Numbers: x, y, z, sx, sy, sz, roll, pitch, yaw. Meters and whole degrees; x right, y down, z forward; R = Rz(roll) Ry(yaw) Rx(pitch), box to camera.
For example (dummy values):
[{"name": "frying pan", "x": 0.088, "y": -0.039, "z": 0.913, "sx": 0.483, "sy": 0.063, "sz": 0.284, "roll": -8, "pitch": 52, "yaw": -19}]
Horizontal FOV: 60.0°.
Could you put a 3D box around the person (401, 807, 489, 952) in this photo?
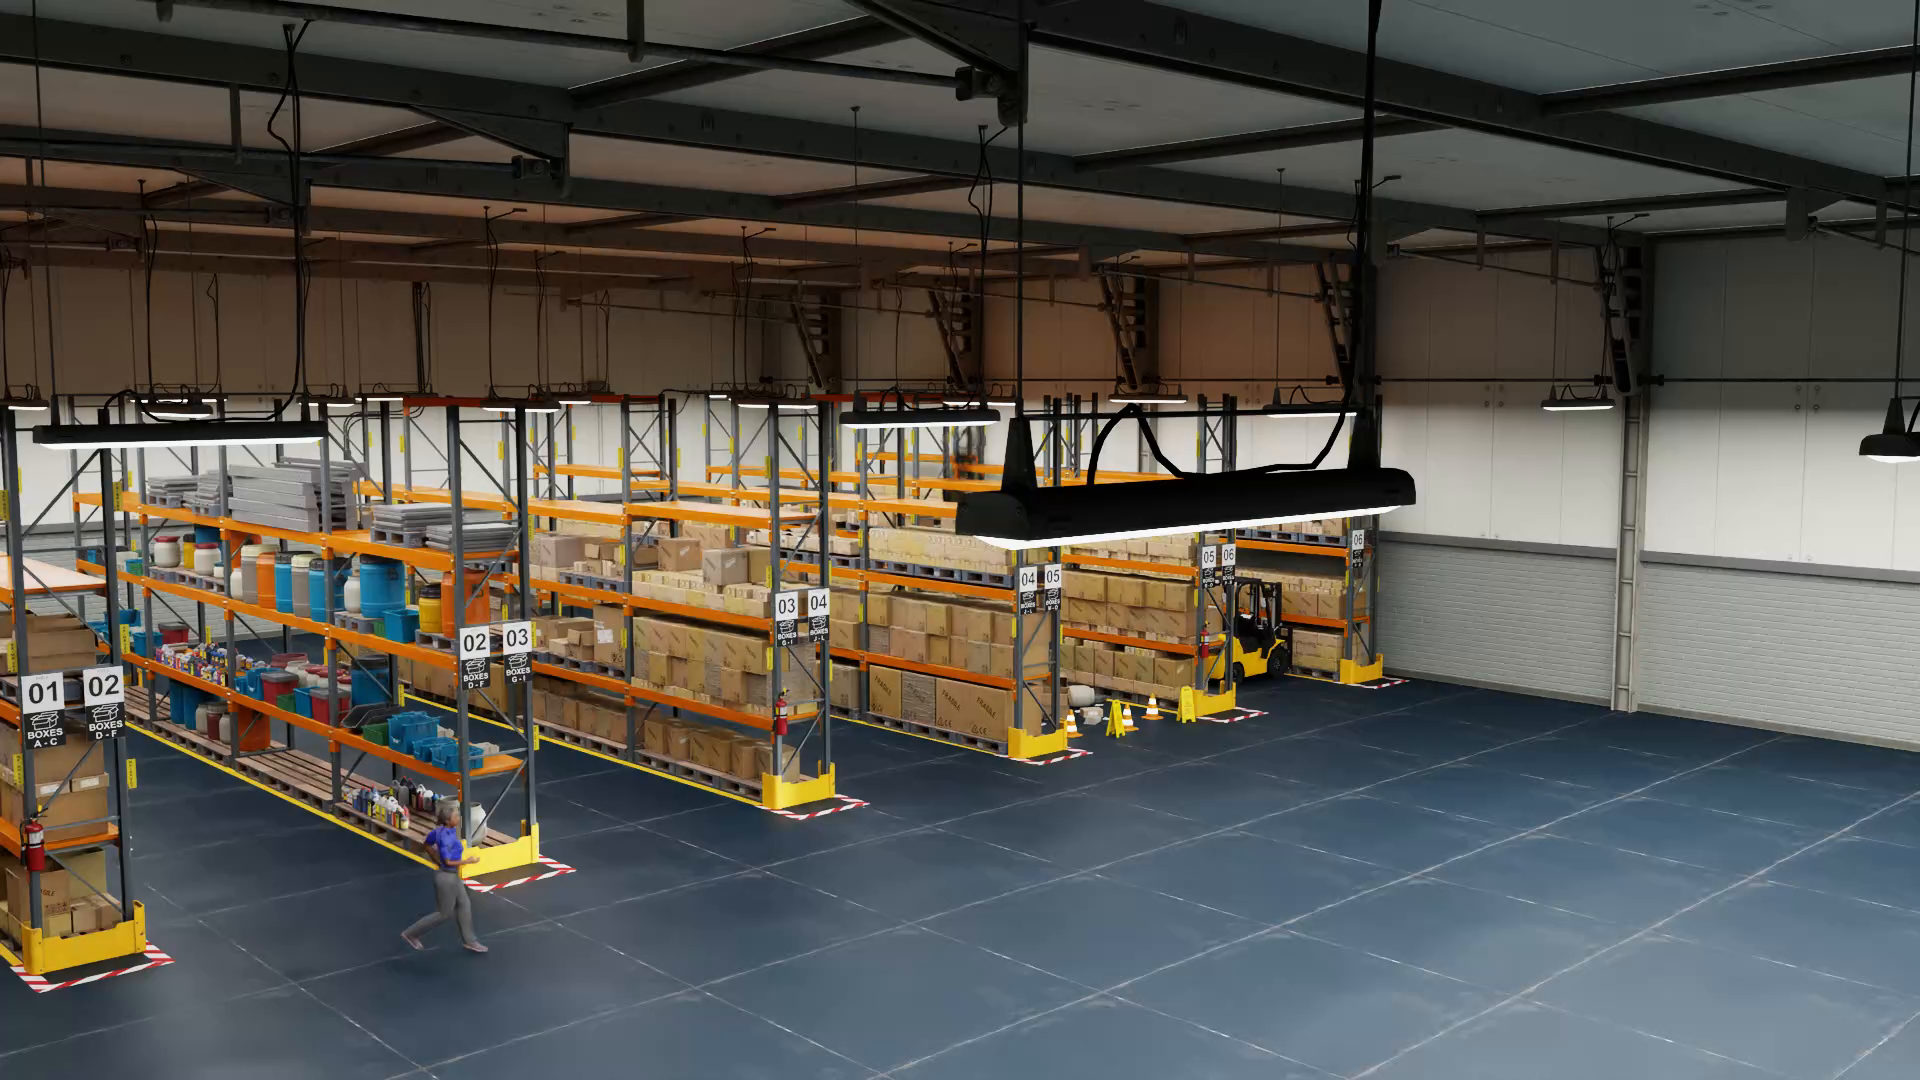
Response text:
[{"name": "person", "x": -5.662, "y": 3.760, "z": 18.229, "sx": 0.914, "sy": 1.684, "sz": 0.581, "roll": -2, "pitch": 6, "yaw": -20}]
